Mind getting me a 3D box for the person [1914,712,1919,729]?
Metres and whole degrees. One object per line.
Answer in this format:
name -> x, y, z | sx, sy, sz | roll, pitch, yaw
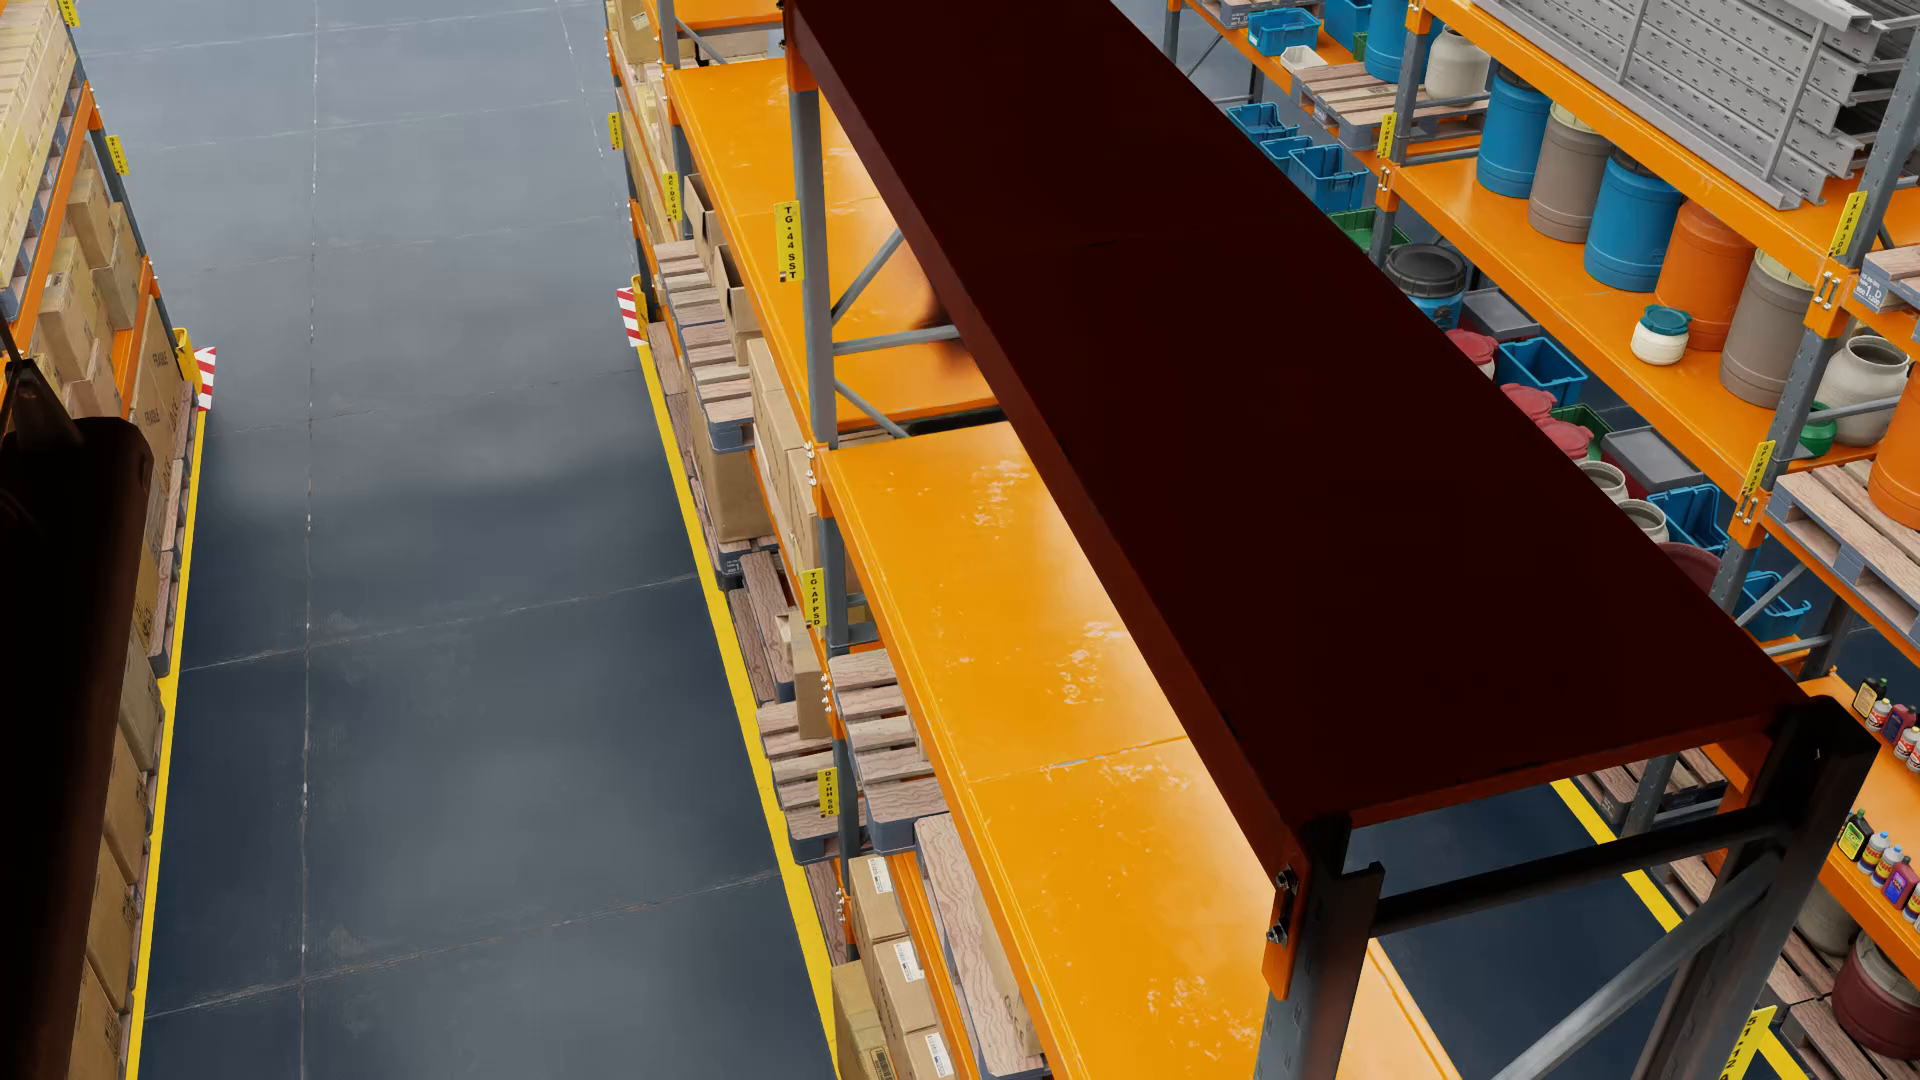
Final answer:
person -> 6.520, 0.815, 10.515 | 0.582, 1.632, 0.913 | -12, 40, -14
